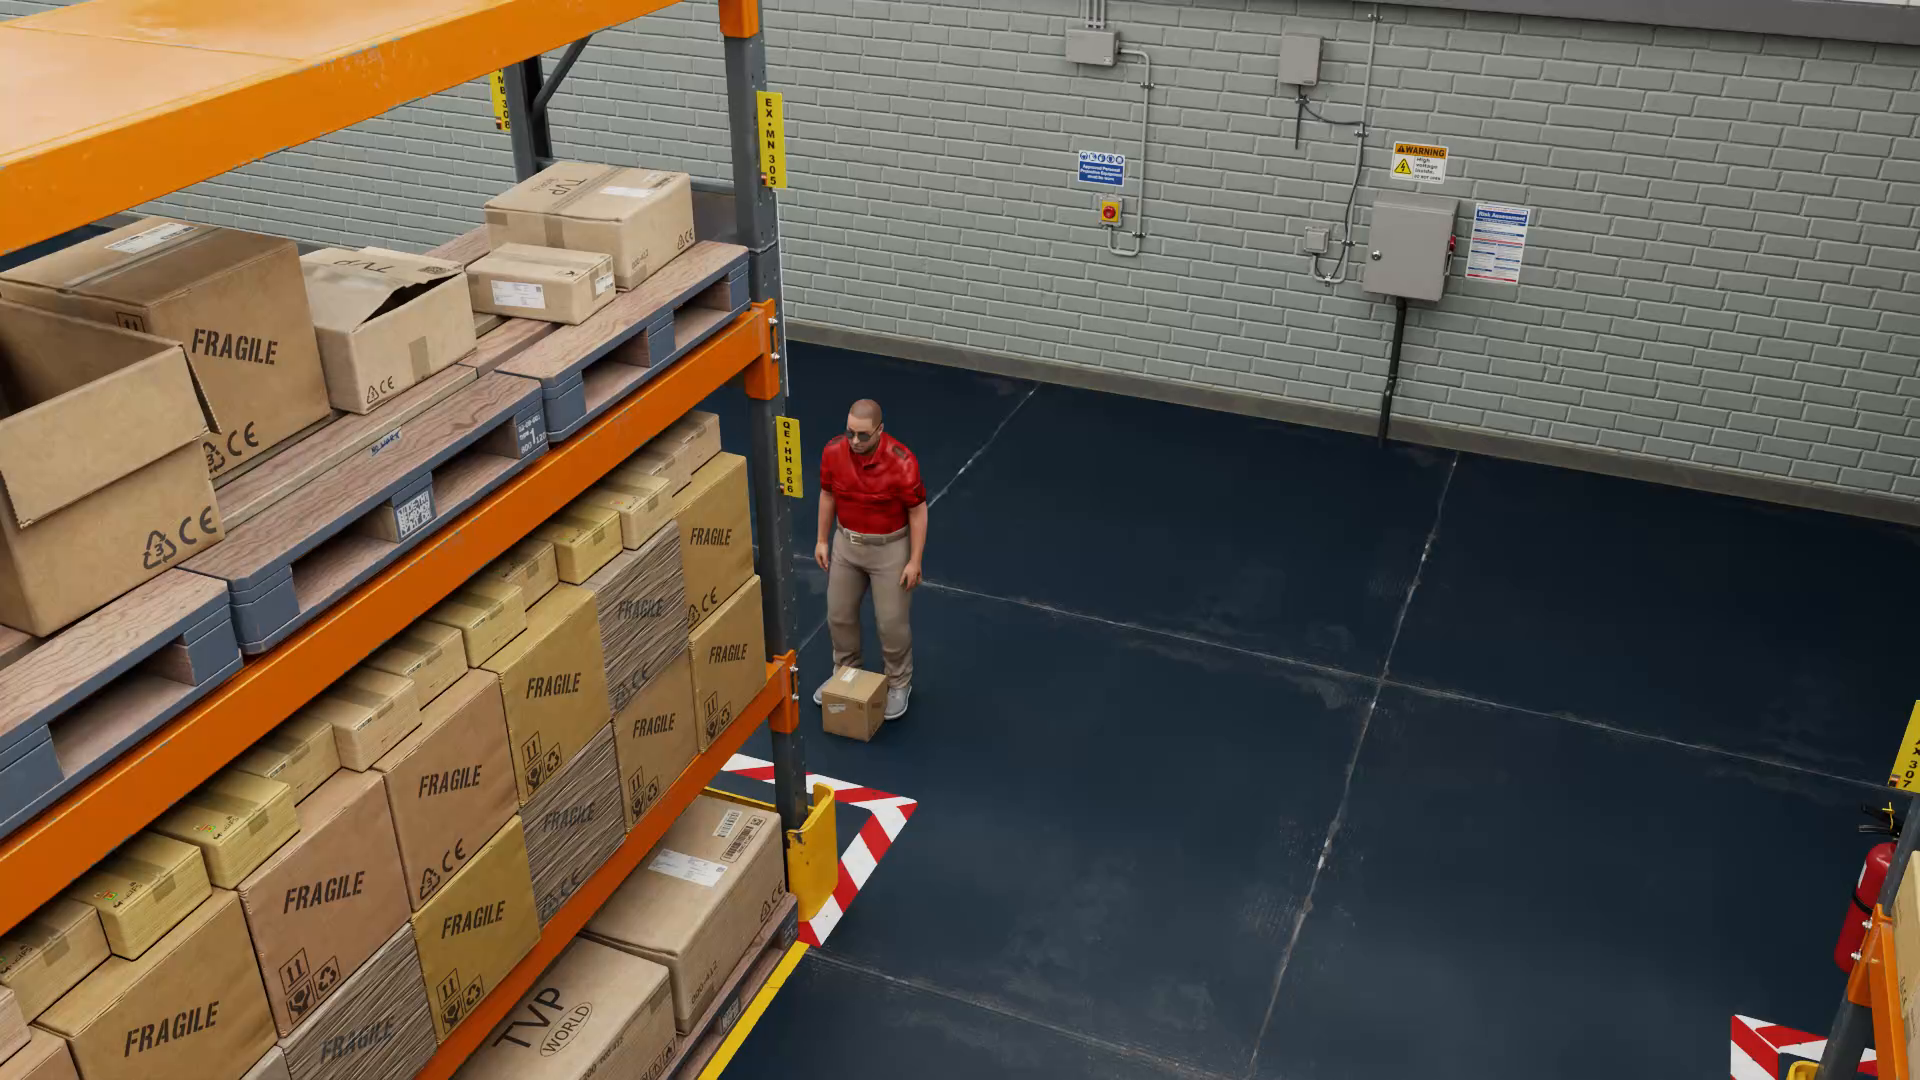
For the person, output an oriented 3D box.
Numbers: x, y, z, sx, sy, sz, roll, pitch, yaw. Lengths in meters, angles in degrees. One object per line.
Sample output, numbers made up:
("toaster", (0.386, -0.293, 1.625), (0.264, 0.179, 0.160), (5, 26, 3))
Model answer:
("person", (-0.449, 0.068, 8.293), (0.585, 1.726, 0.396), (11, 31, 19))
